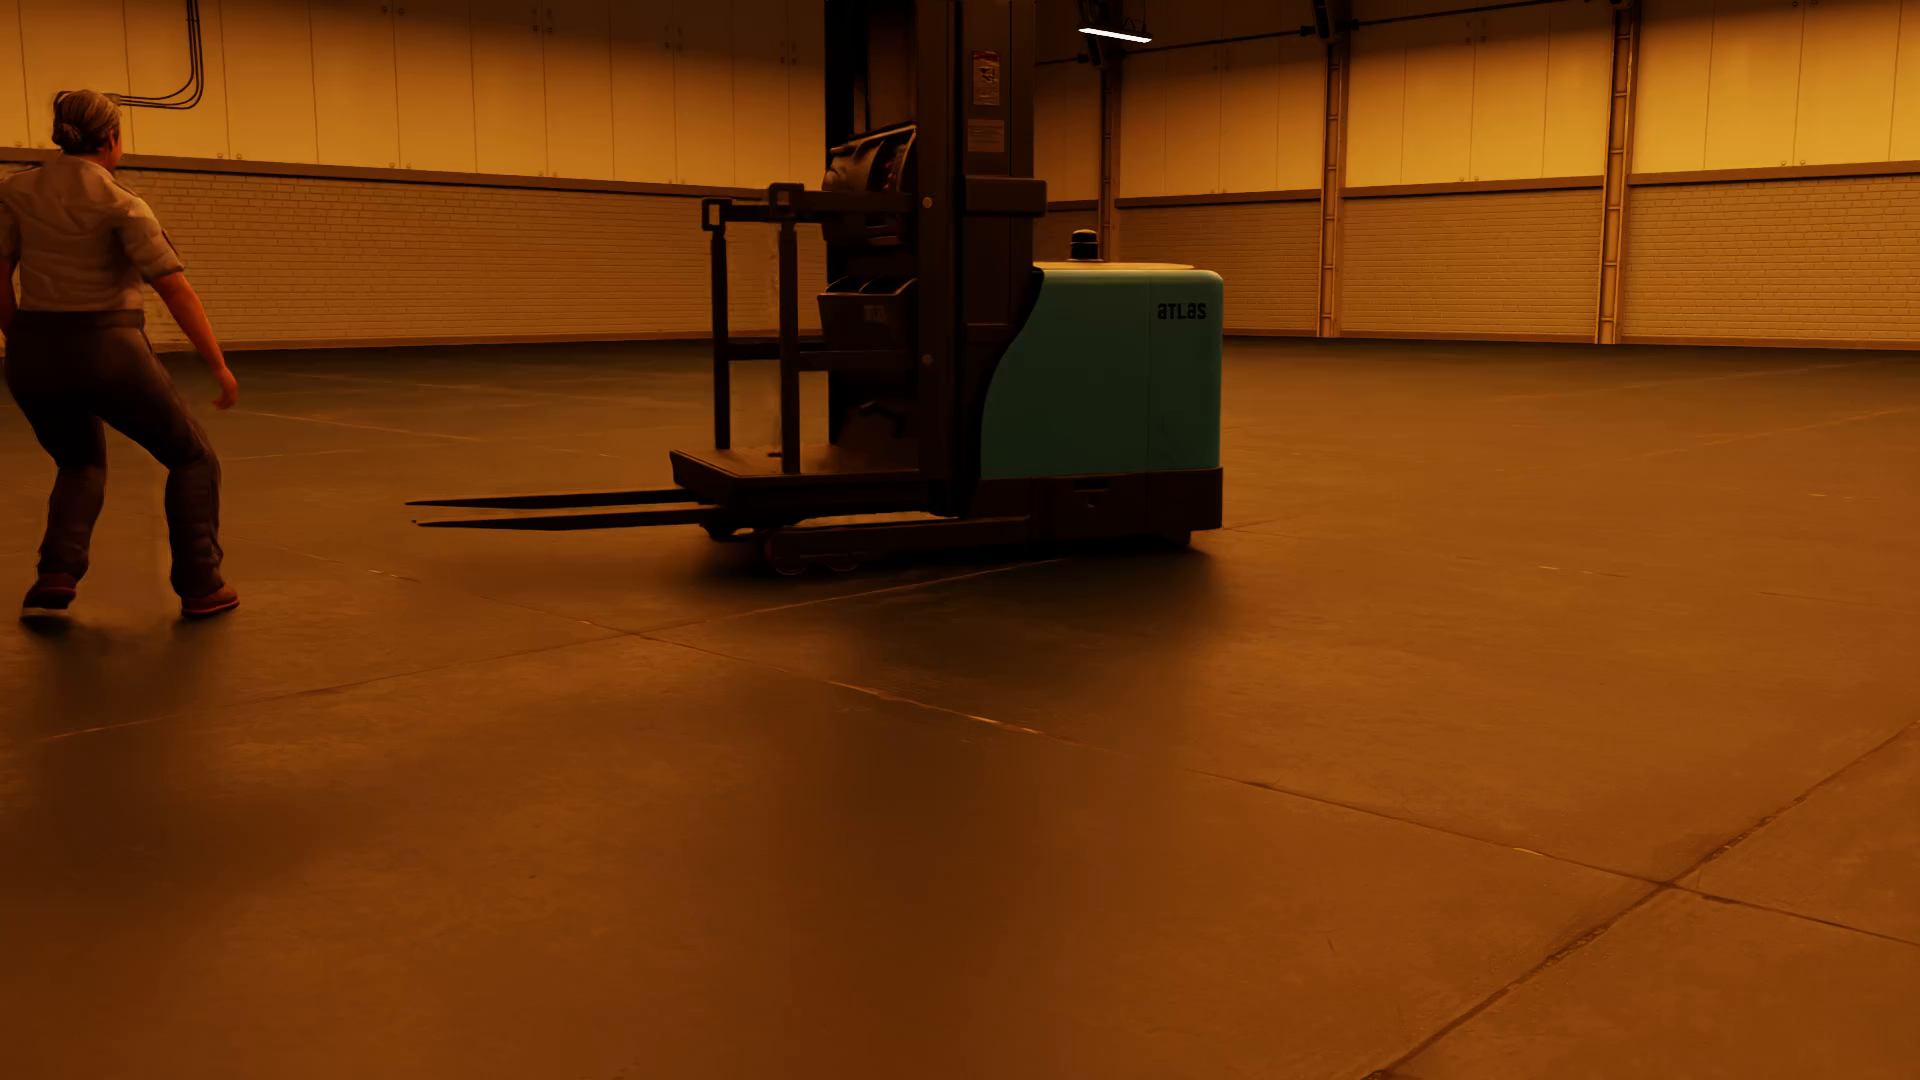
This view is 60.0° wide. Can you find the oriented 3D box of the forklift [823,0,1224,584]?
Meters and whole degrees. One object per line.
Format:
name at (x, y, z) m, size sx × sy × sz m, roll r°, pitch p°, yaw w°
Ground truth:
forklift at (0.154, -1.354, 5.865) m, size 1.130 × 2.935 × 3.031 m, roll -1°, pitch 9°, yaw -9°
